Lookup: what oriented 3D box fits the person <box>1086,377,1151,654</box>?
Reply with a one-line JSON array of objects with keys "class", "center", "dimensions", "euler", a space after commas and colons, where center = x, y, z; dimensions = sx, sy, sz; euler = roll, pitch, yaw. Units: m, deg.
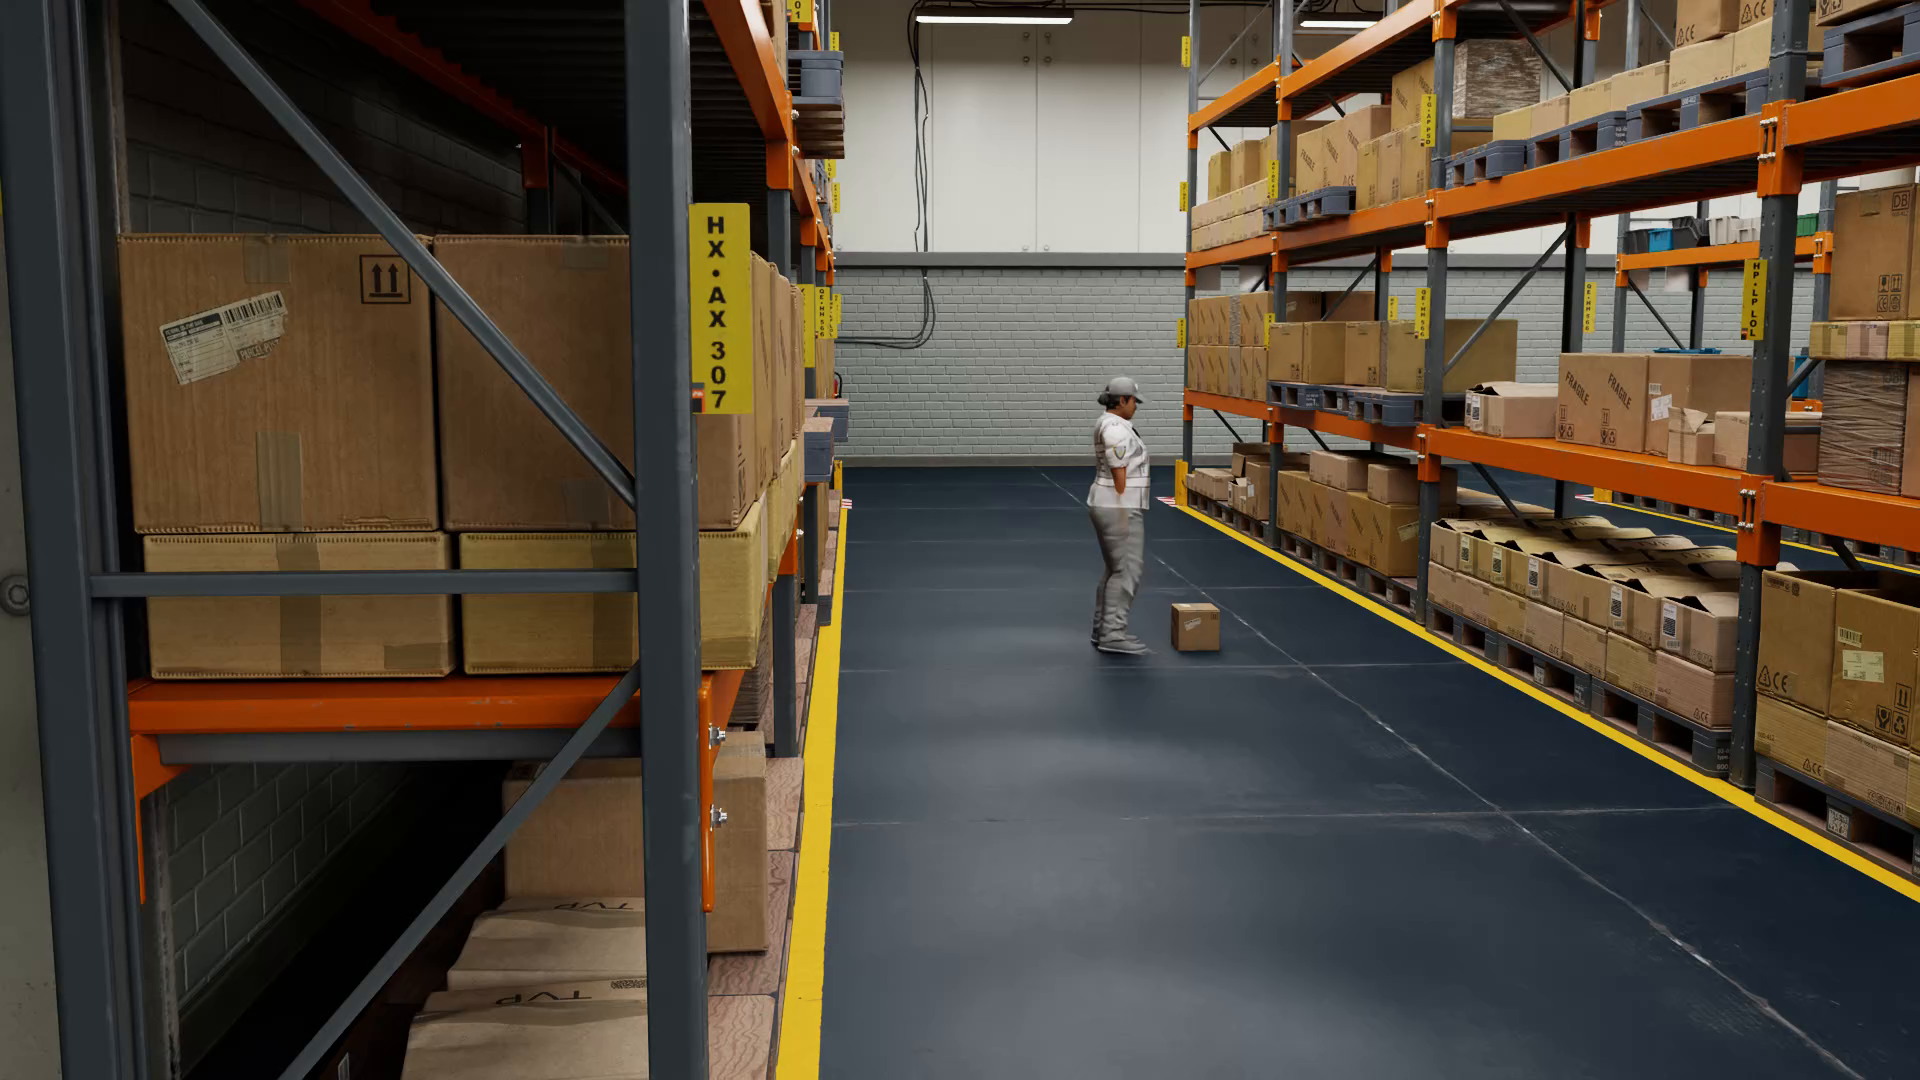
[{"class": "person", "center": [0.967, -0.159, 10.100], "dimensions": [0.390, 1.657, 0.471], "euler": [0, 7, -3]}]
